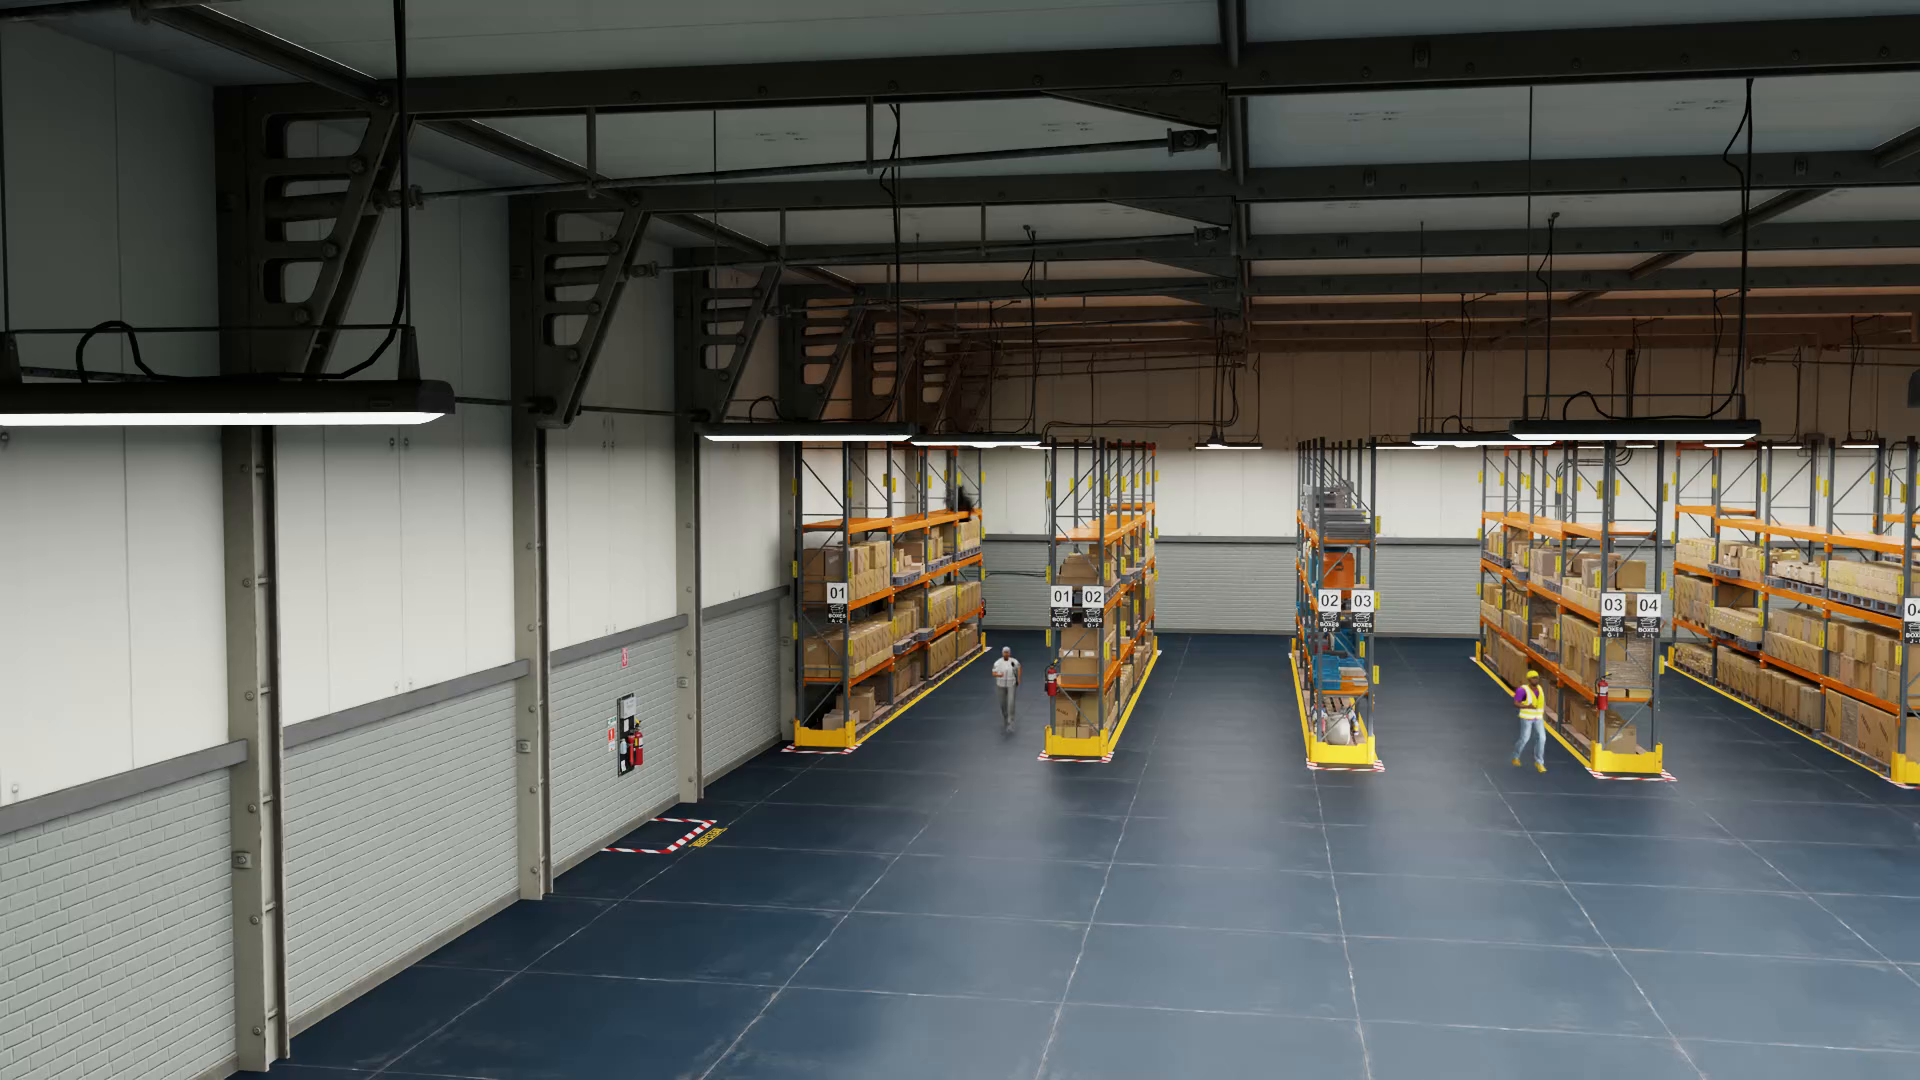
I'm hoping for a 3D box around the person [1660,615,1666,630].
[{"bbox_3d":[19.021,2.526,45.950,0.726,1.616,0.758,1,3,12],"label":"person"}]

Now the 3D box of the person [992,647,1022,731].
[{"bbox_3d":[0.971,3.051,34.445,0.589,1.694,0.883,0,3,7],"label":"person"}]

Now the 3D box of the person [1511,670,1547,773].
[{"bbox_3d":[10.276,3.253,29.931,0.692,1.830,0.729,-1,3,-13],"label":"person"}]
